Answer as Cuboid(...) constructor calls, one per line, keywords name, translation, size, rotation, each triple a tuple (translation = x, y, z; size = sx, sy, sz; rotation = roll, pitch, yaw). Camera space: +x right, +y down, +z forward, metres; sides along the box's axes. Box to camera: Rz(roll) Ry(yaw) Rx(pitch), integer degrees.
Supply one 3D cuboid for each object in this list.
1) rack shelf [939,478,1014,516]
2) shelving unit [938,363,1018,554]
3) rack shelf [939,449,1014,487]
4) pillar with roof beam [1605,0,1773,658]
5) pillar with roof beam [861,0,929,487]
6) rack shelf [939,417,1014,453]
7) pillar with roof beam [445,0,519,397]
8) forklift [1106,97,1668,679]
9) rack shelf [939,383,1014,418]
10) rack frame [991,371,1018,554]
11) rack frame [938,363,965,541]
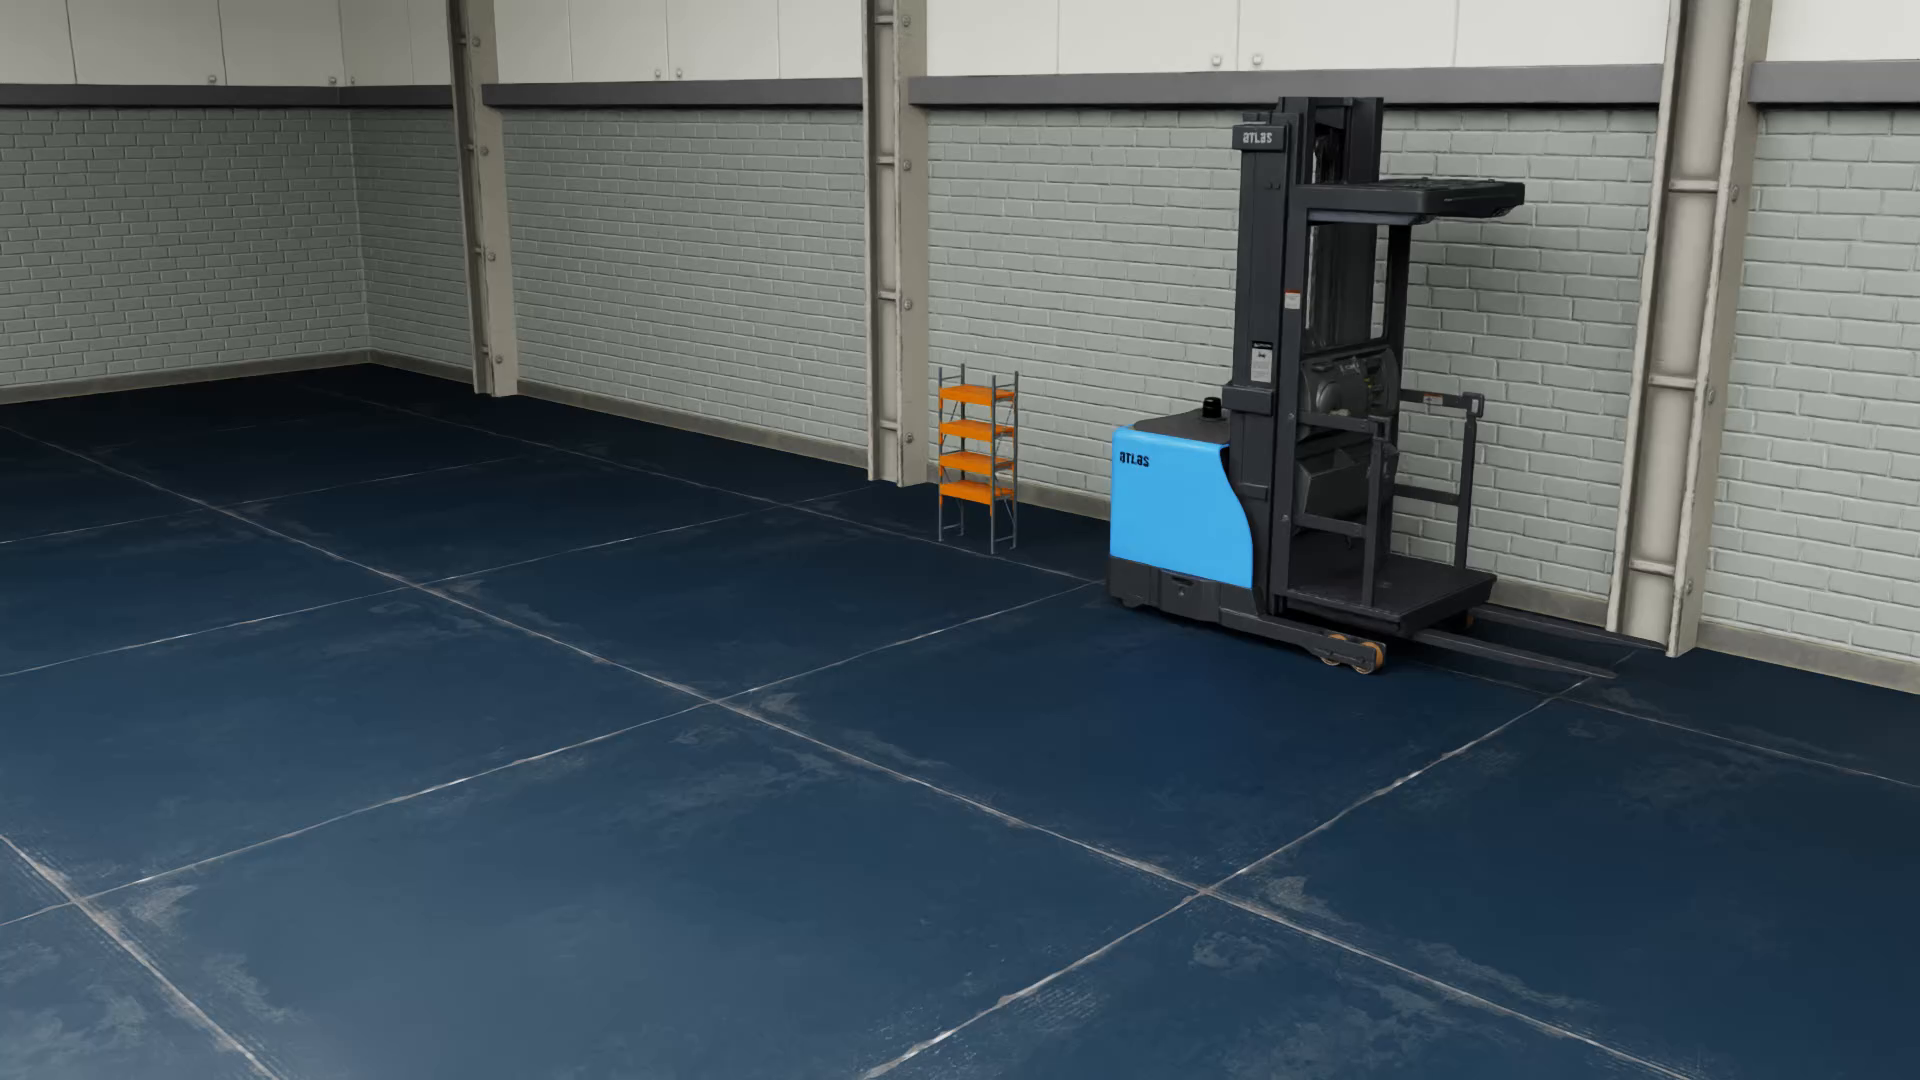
Cuboid(name="rack shelf", translation=(0.119, -0.294, 11.237), size=(0.480, 0.148, 0.258), rotation=(14, 20, 42))
Cuboid(name="shelving unit", translation=(0.119, -0.552, 11.170), size=(0.503, 1.200, 0.258), rotation=(14, 20, 42))
Cuboid(name="rack shelf", translation=(0.119, -0.487, 11.187), size=(0.480, 0.148, 0.258), rotation=(14, 20, 42))
Cuboid(name="pillar with roof beam", translation=(0.842, -2.997, 5.089), size=(0.400, 9.000, 9.100), rotation=(14, 20, 42))
Cuboid(name="pillar with roof beam", translation=(-3.478, -4.048, 9.119), size=(0.400, 9.000, 9.100), rotation=(14, 20, 42))
Cuboid(name="rack shelf", translation=(0.119, -0.703, 11.130), size=(0.480, 0.148, 0.258), rotation=(14, 20, 42))
Cuboid(name="pillar with roof beam", translation=(-7.797, -5.098, 13.149), size=(0.400, 9.000, 9.100), rotation=(14, 20, 42))
Cuboid(name="forklift", translation=(2.283, -0.863, 8.931), size=(3.031, 2.935, 1.130), rotation=(14, 20, 42))
Cuboid(name="rack shelf", translation=(0.119, -0.932, 11.071), size=(0.480, 0.148, 0.258), rotation=(14, 20, 42))
Cuboid(name="rack frame", translation=(0.295, -0.509, 11.006), size=(0.015, 1.200, 0.240), rotation=(14, 20, 42))
Cuboid(name="rack frame", translation=(-0.056, -0.594, 11.333), size=(0.015, 1.200, 0.240), rotation=(14, 20, 42))
